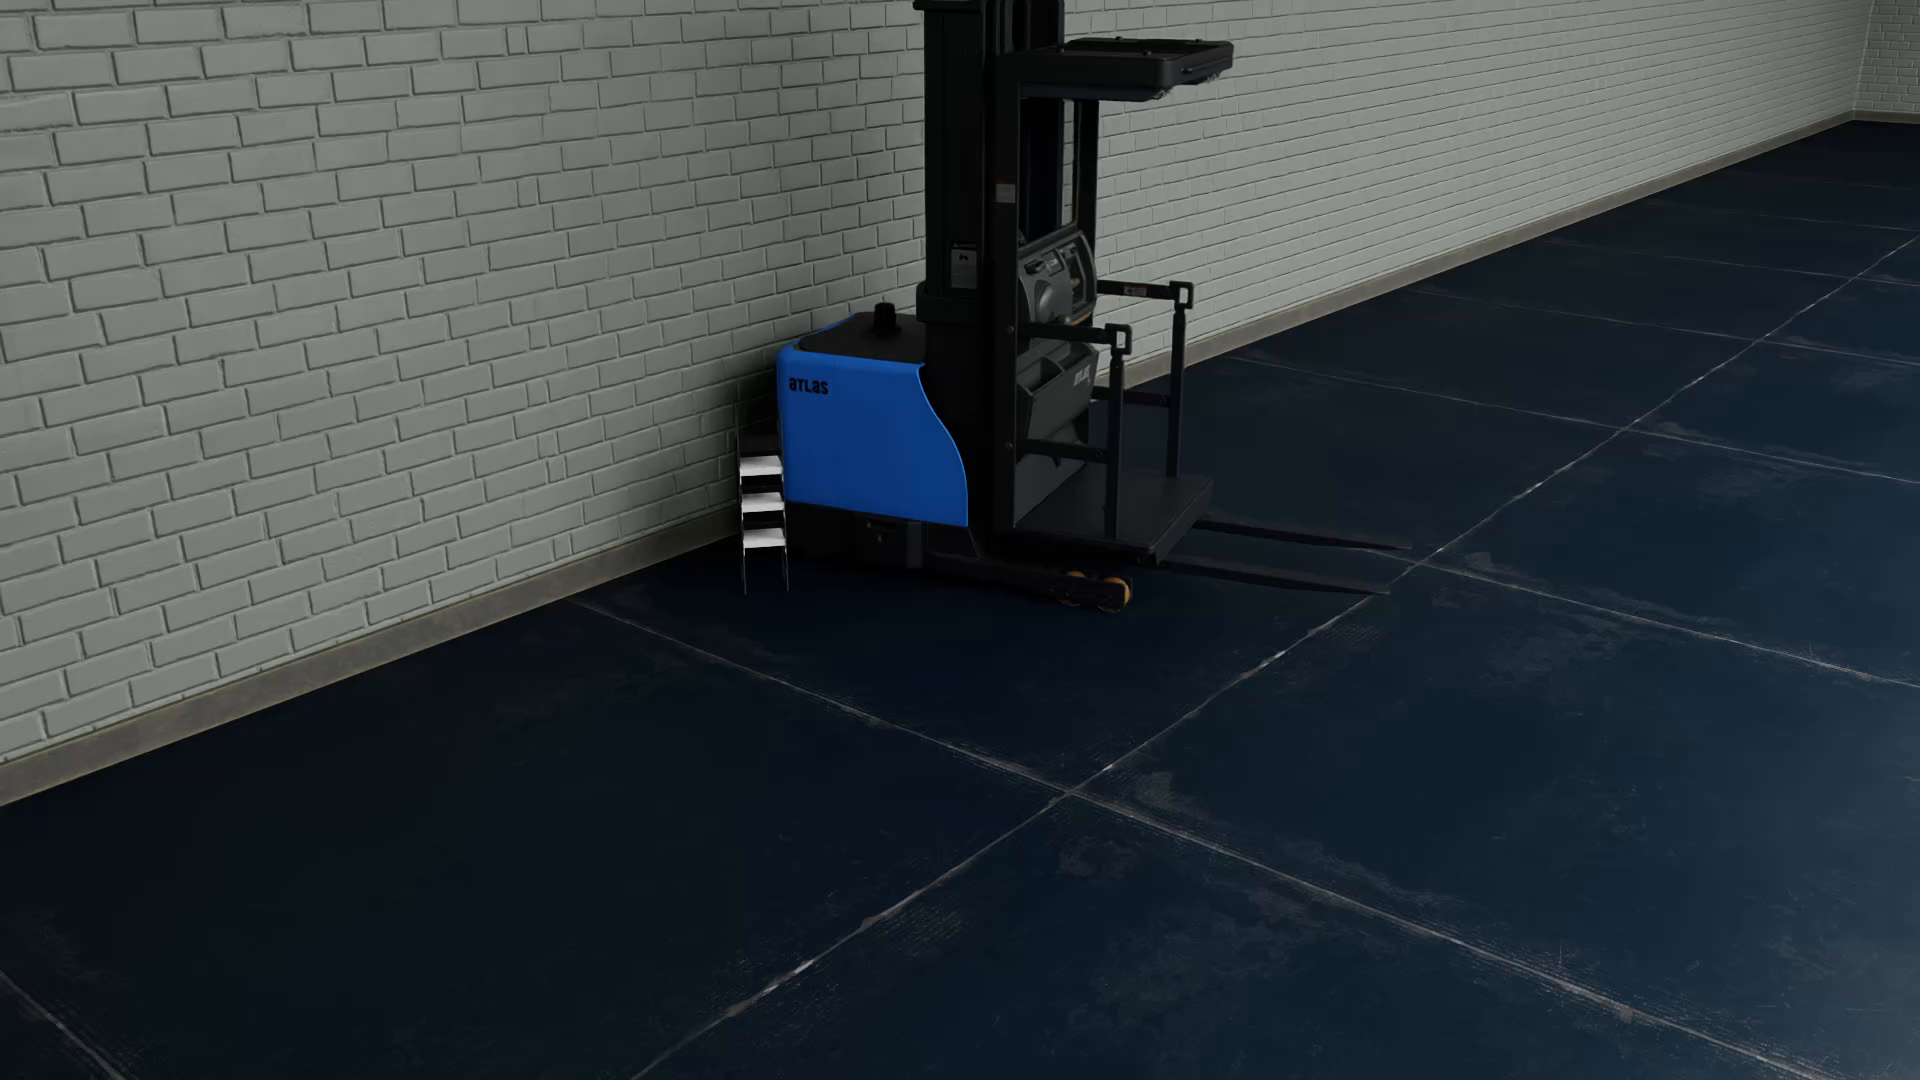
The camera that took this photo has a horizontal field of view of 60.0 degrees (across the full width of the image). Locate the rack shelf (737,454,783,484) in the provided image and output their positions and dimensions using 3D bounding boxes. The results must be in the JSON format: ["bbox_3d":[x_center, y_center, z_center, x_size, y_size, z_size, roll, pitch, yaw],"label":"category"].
[{"bbox_3d":[-0.953,-0.346,7.895,0.200,0.077,0.258,-4,21,-10],"label":"rack shelf"}]

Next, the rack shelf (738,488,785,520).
[{"bbox_3d":[-0.953,-0.178,7.959,0.200,0.077,0.258,-4,21,-10],"label":"rack shelf"}]

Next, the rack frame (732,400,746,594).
[{"bbox_3d":[-1.053,-0.202,7.928,0.006,0.900,0.240,-4,21,-10],"label":"rack frame"}]

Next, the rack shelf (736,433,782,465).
[{"bbox_3d":[-0.953,-0.430,7.863,0.200,0.077,0.258,-4,21,-10],"label":"rack shelf"}]

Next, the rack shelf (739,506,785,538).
[{"bbox_3d":[-0.953,-0.094,7.990,0.200,0.077,0.258,-4,21,-10],"label":"rack shelf"}]

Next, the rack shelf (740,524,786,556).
[{"bbox_3d":[-0.953,-0.009,8.022,0.200,0.077,0.258,-4,21,-10],"label":"rack shelf"}]

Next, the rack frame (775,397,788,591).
[{"bbox_3d":[-0.853,-0.216,7.965,0.006,0.900,0.240,-4,21,-10],"label":"rack frame"}]

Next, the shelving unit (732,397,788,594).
[{"bbox_3d":[-0.953,-0.209,7.947,0.210,0.900,0.258,-4,21,-10],"label":"shelving unit"}]

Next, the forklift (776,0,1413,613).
[{"bbox_3d":[0.650,-1.243,7.810,3.031,2.935,1.130,9,22,22],"label":"forklift"}]

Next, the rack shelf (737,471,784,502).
[{"bbox_3d":[-0.953,-0.262,7.927,0.200,0.077,0.258,-4,21,-10],"label":"rack shelf"}]
